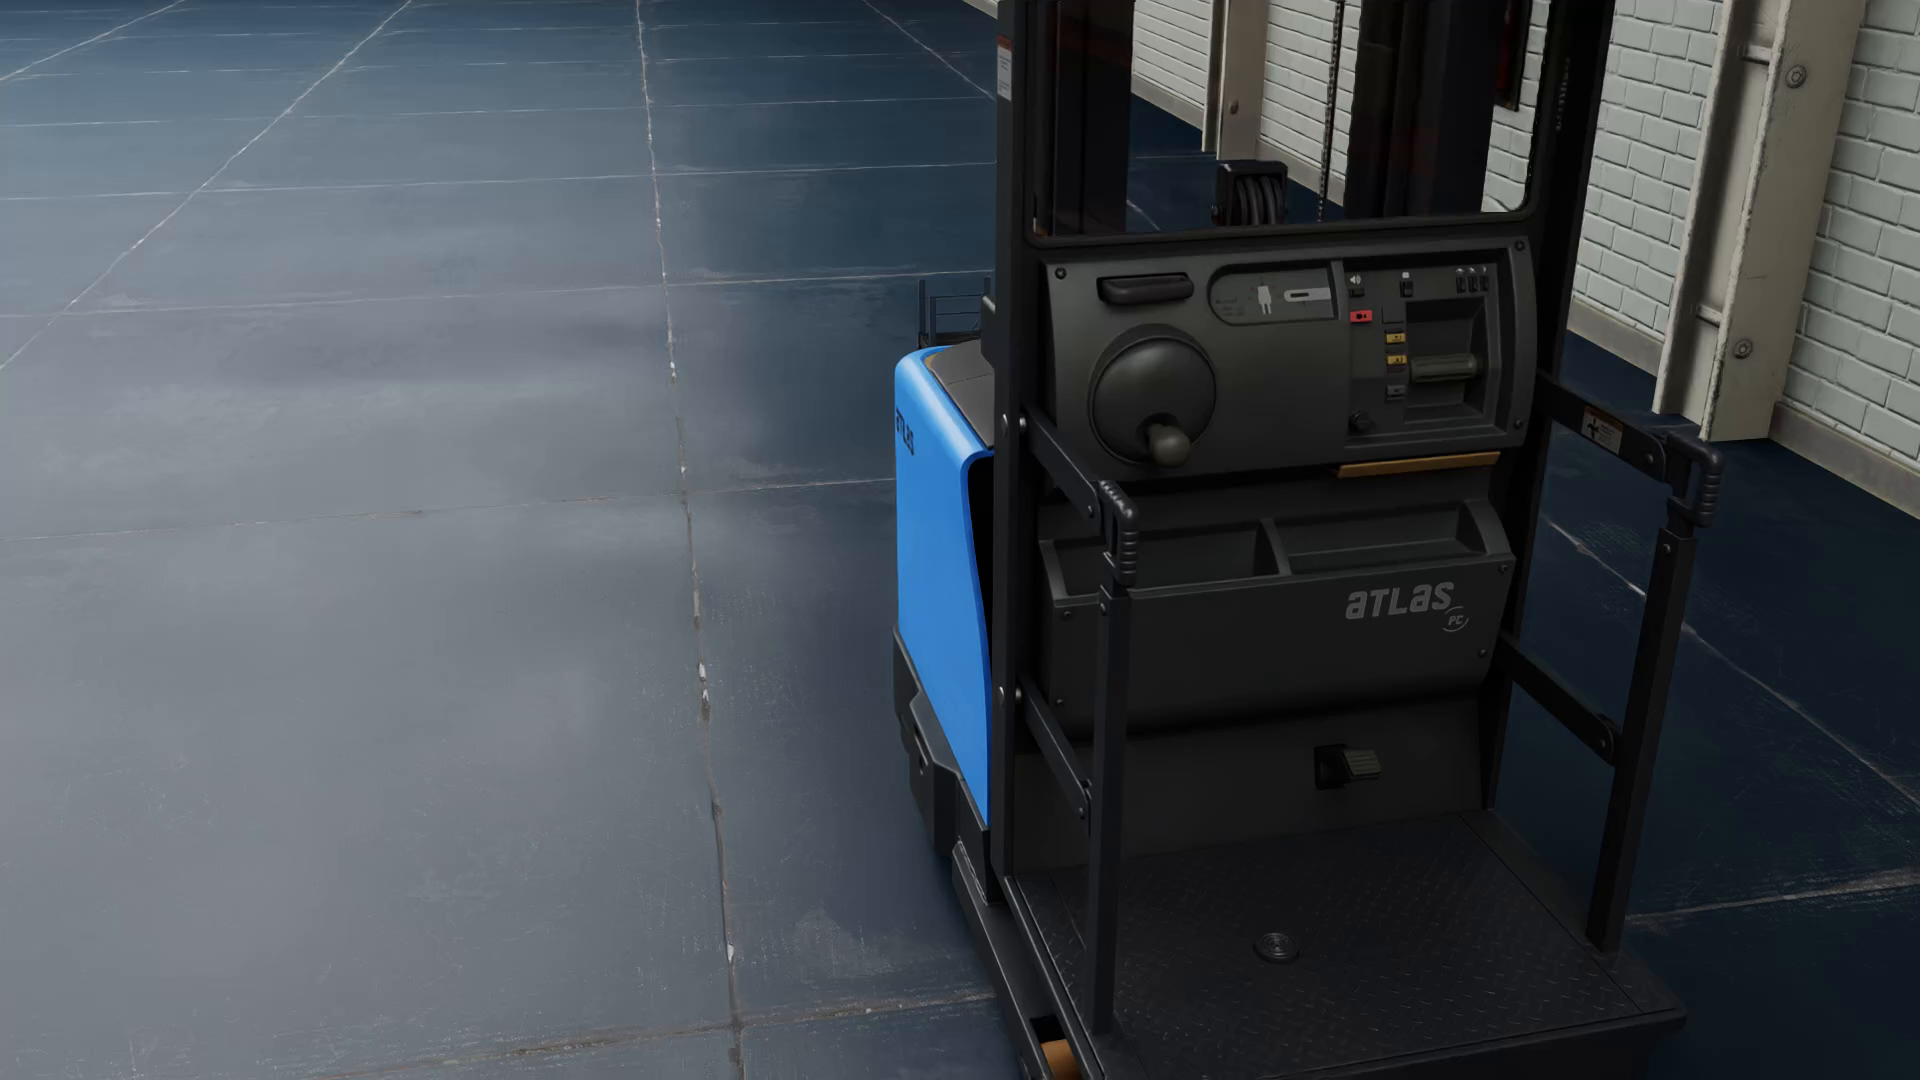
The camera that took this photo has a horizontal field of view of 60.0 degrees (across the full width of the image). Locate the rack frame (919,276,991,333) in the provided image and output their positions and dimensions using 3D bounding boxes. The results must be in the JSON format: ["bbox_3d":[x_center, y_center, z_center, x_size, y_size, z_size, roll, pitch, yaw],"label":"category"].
[{"bbox_3d":[-0.017,-0.449,5.654,0.240,0.900,0.006,-4,24,-10],"label":"rack frame"}]

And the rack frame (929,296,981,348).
[{"bbox_3d":[0.020,-0.369,5.471,0.240,0.900,0.006,-4,24,-10],"label":"rack frame"}]

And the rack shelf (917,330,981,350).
[{"bbox_3d":[0.001,-0.626,5.468,0.258,0.077,0.200,-4,24,-10],"label":"rack shelf"}]

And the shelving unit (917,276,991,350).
[{"bbox_3d":[0.001,-0.409,5.563,0.258,0.900,0.210,-4,24,-10],"label":"shelving unit"}]

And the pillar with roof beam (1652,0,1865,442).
[{"bbox_3d":[-1.133,-4.287,4.323,9.100,9.000,0.400,-4,24,-10],"label":"pillar with roof beam"}]

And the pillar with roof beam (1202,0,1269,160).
[{"bbox_3d":[-2.242,-6.647,9.726,9.100,9.000,0.400,-4,24,-10],"label":"pillar with roof beam"}]

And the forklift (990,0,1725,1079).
[{"bbox_3d":[0.650,-0.313,2.804,1.110,2.935,3.031,-5,24,-12],"label":"forklift"}]
